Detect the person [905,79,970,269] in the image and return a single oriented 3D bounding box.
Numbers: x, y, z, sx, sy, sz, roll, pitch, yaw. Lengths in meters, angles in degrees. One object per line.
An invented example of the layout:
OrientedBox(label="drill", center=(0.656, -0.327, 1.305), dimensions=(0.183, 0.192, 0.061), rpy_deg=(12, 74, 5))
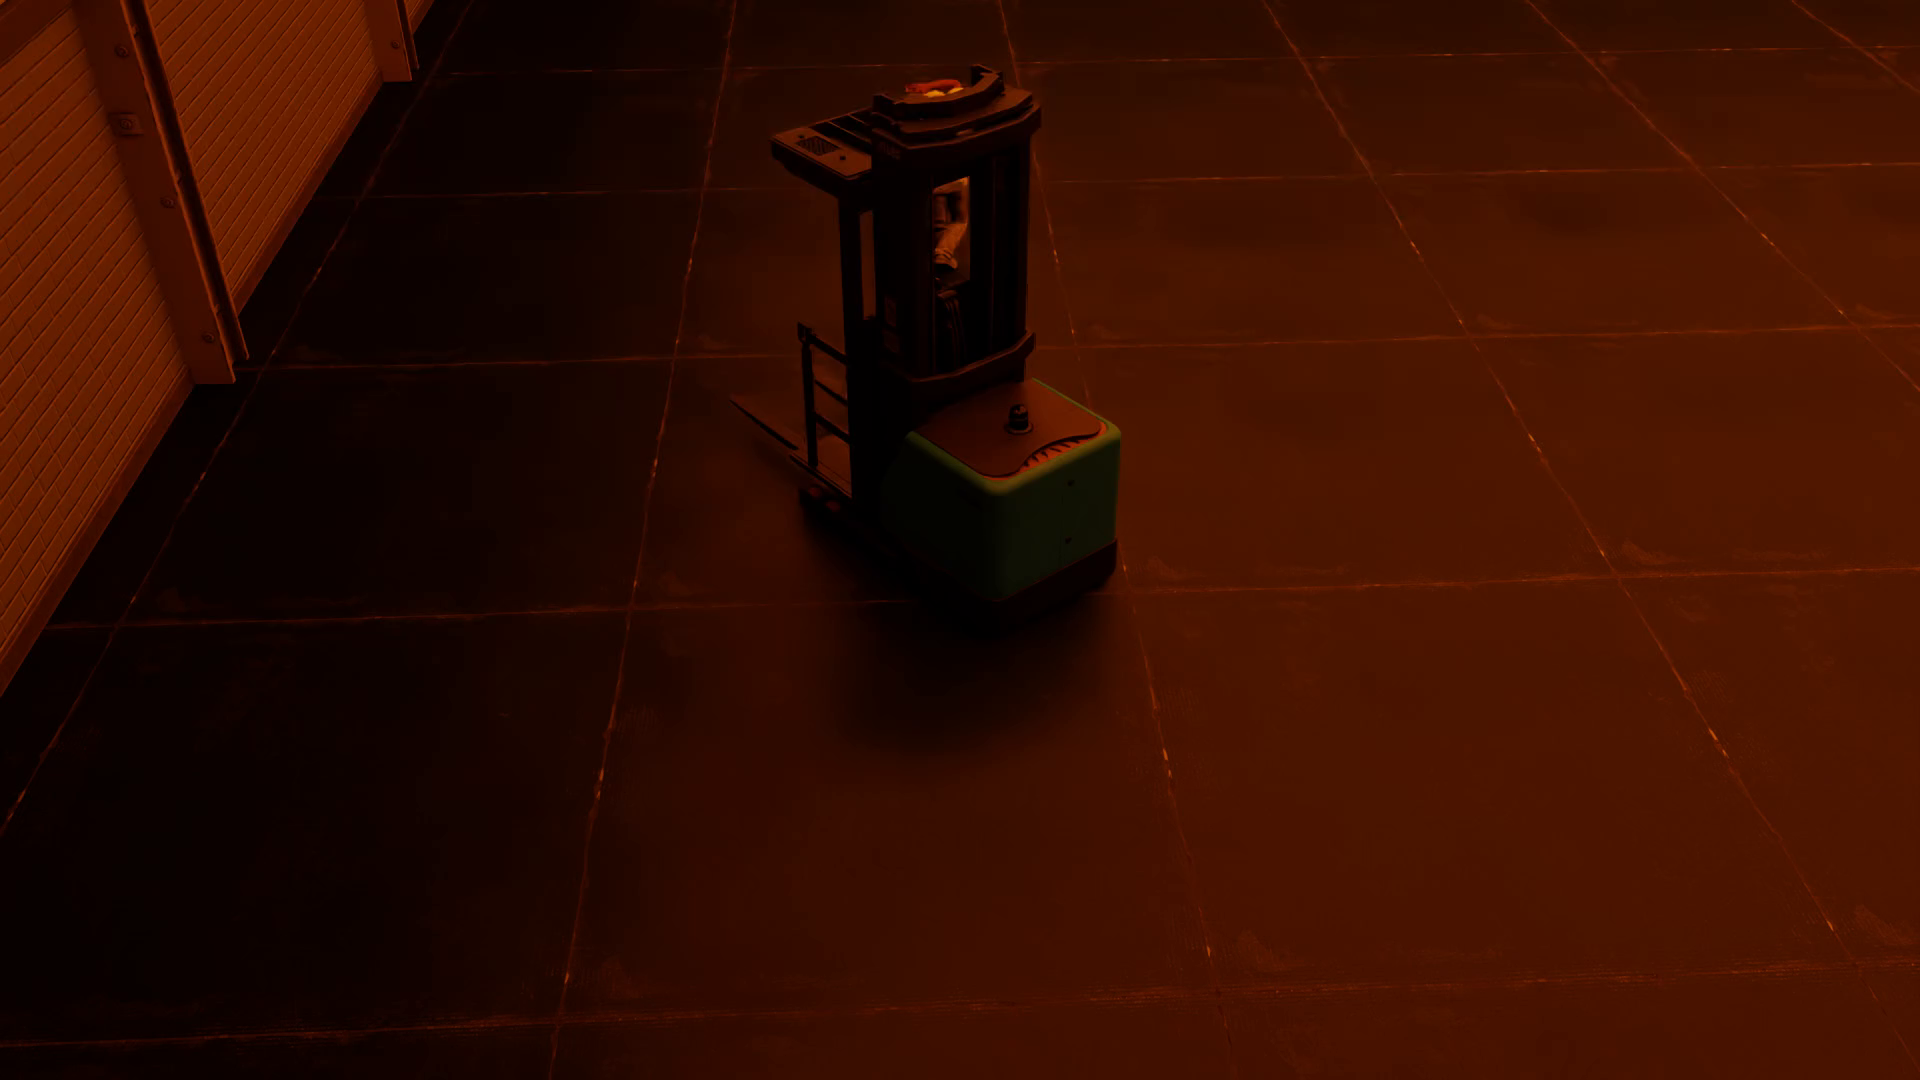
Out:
OrientedBox(label="person", center=(-0.426, -2.952, 13.324), dimensions=(1.050, 1.485, 0.921), rpy_deg=(-5, 36, -7))

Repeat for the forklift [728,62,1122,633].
OrientedBox(label="forklift", center=(-0.381, -1.442, 9.990), dimensions=(1.130, 2.935, 3.031), rpy_deg=(-26, 43, -31))
